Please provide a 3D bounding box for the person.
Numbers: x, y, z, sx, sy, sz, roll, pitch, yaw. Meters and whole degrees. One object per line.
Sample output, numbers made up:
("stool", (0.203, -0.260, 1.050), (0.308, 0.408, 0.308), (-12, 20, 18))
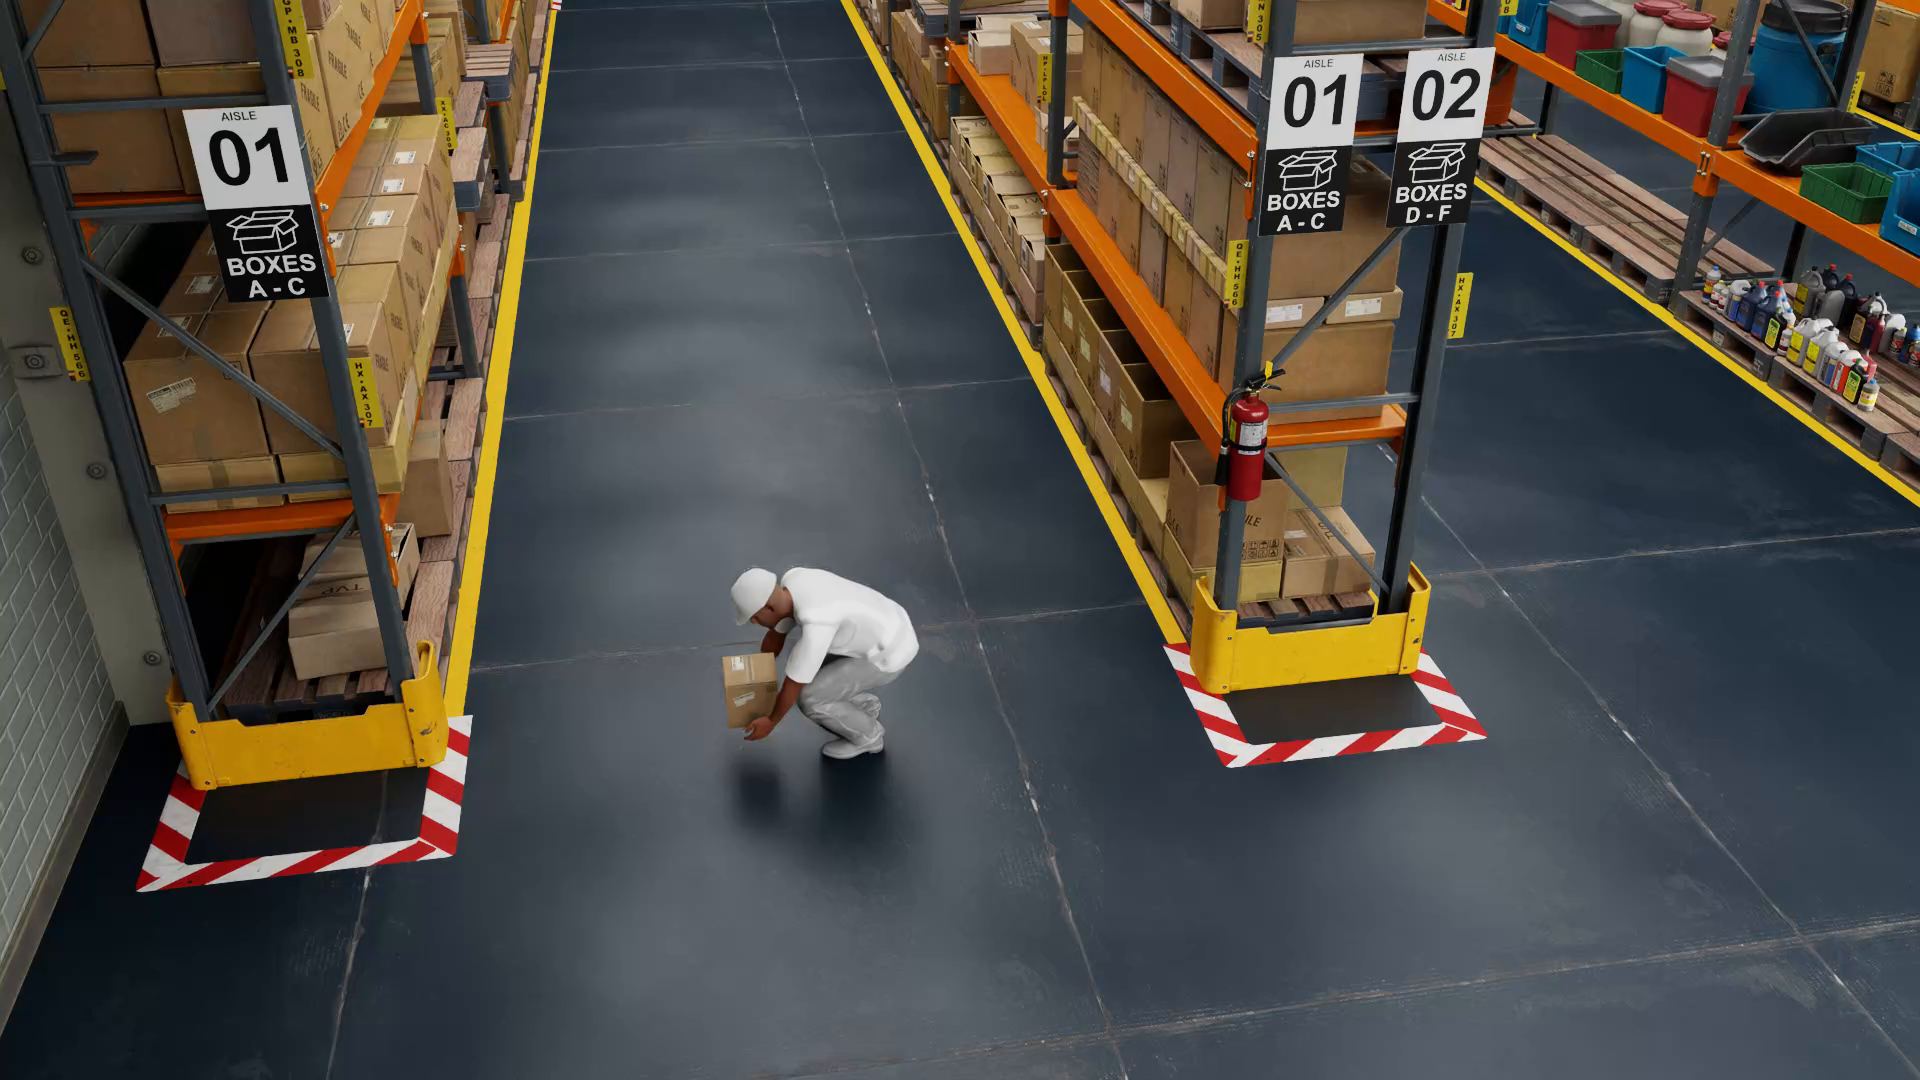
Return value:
("person", (-0.641, 0.548, 7.905), (0.888, 1.040, 0.587), (-5, 31, -9))
